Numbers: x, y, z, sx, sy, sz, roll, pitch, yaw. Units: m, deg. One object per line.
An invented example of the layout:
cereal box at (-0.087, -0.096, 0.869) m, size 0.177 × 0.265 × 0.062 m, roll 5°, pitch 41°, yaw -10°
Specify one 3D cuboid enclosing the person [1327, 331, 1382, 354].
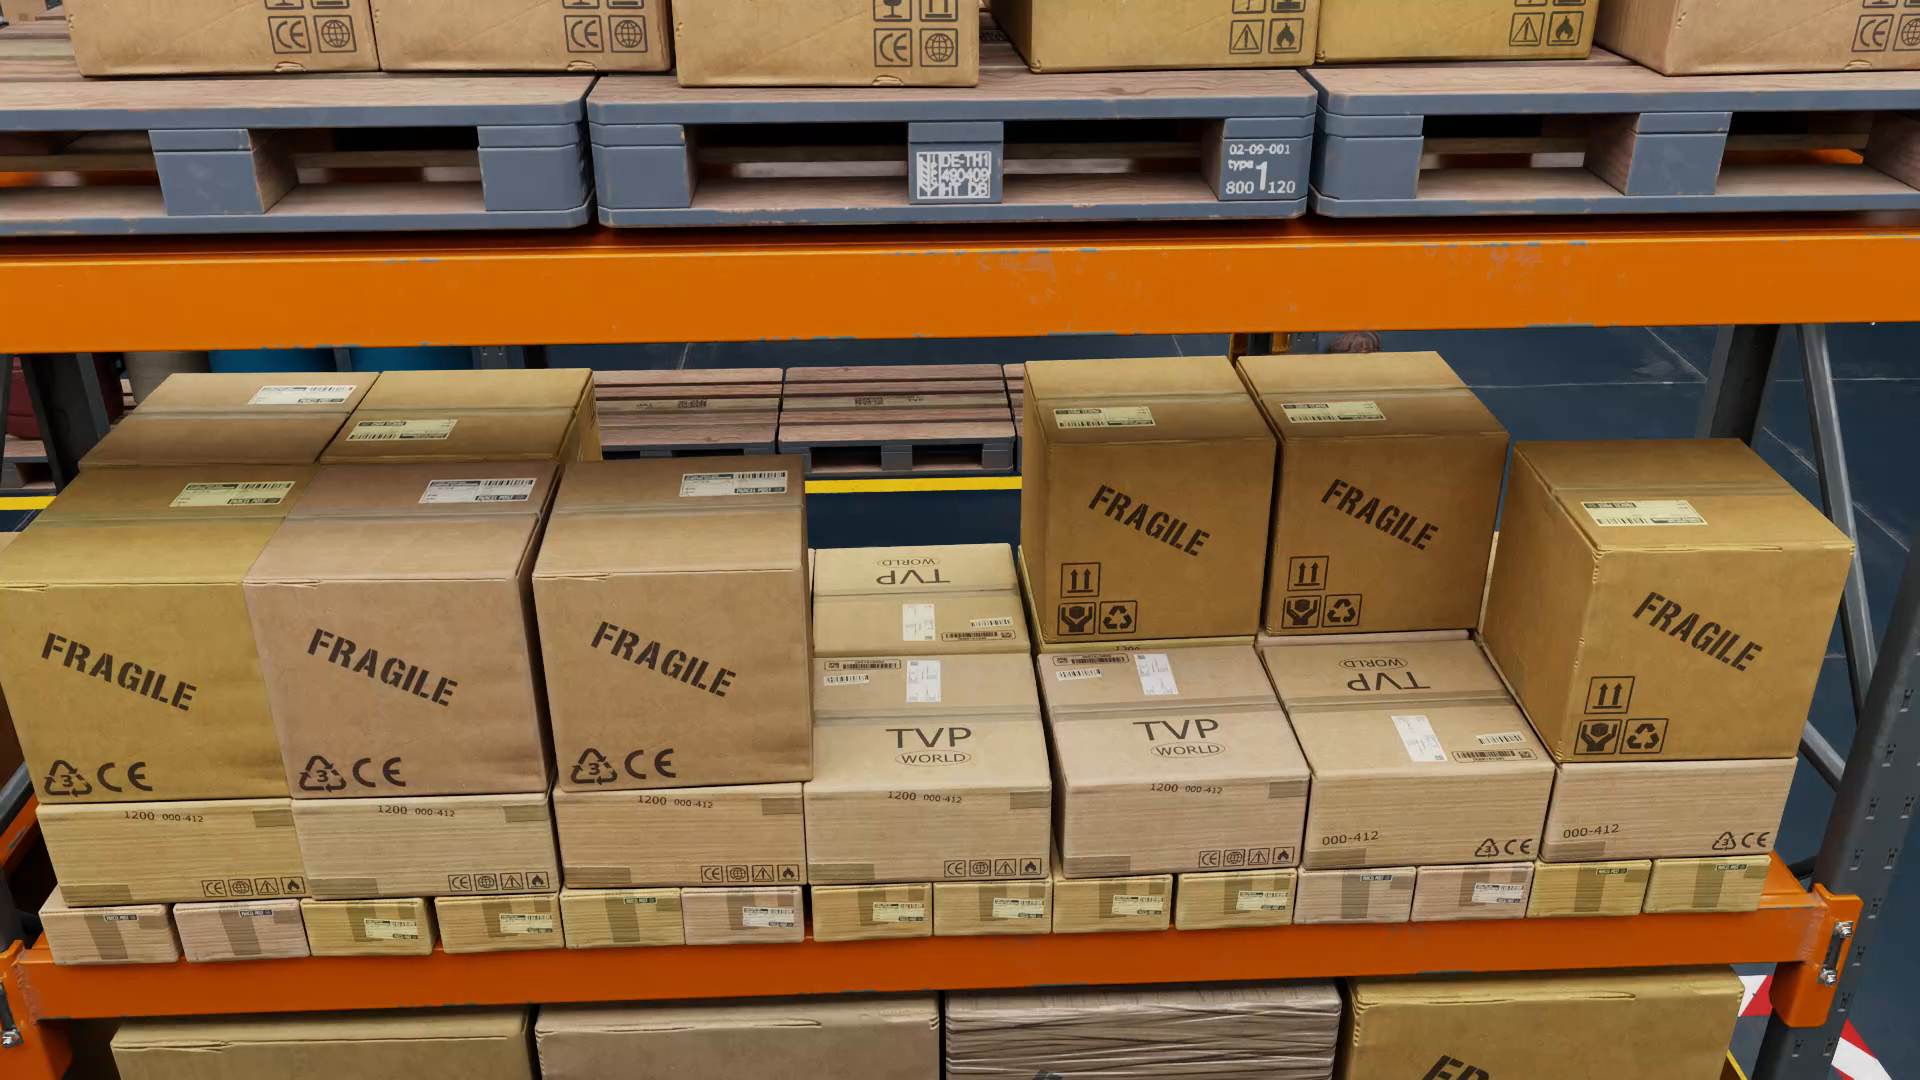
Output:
person at (1.301, 0.008, 6.107) m, size 0.456 × 1.632 × 0.942 m, roll 21°, pitch 34°, yaw 34°
